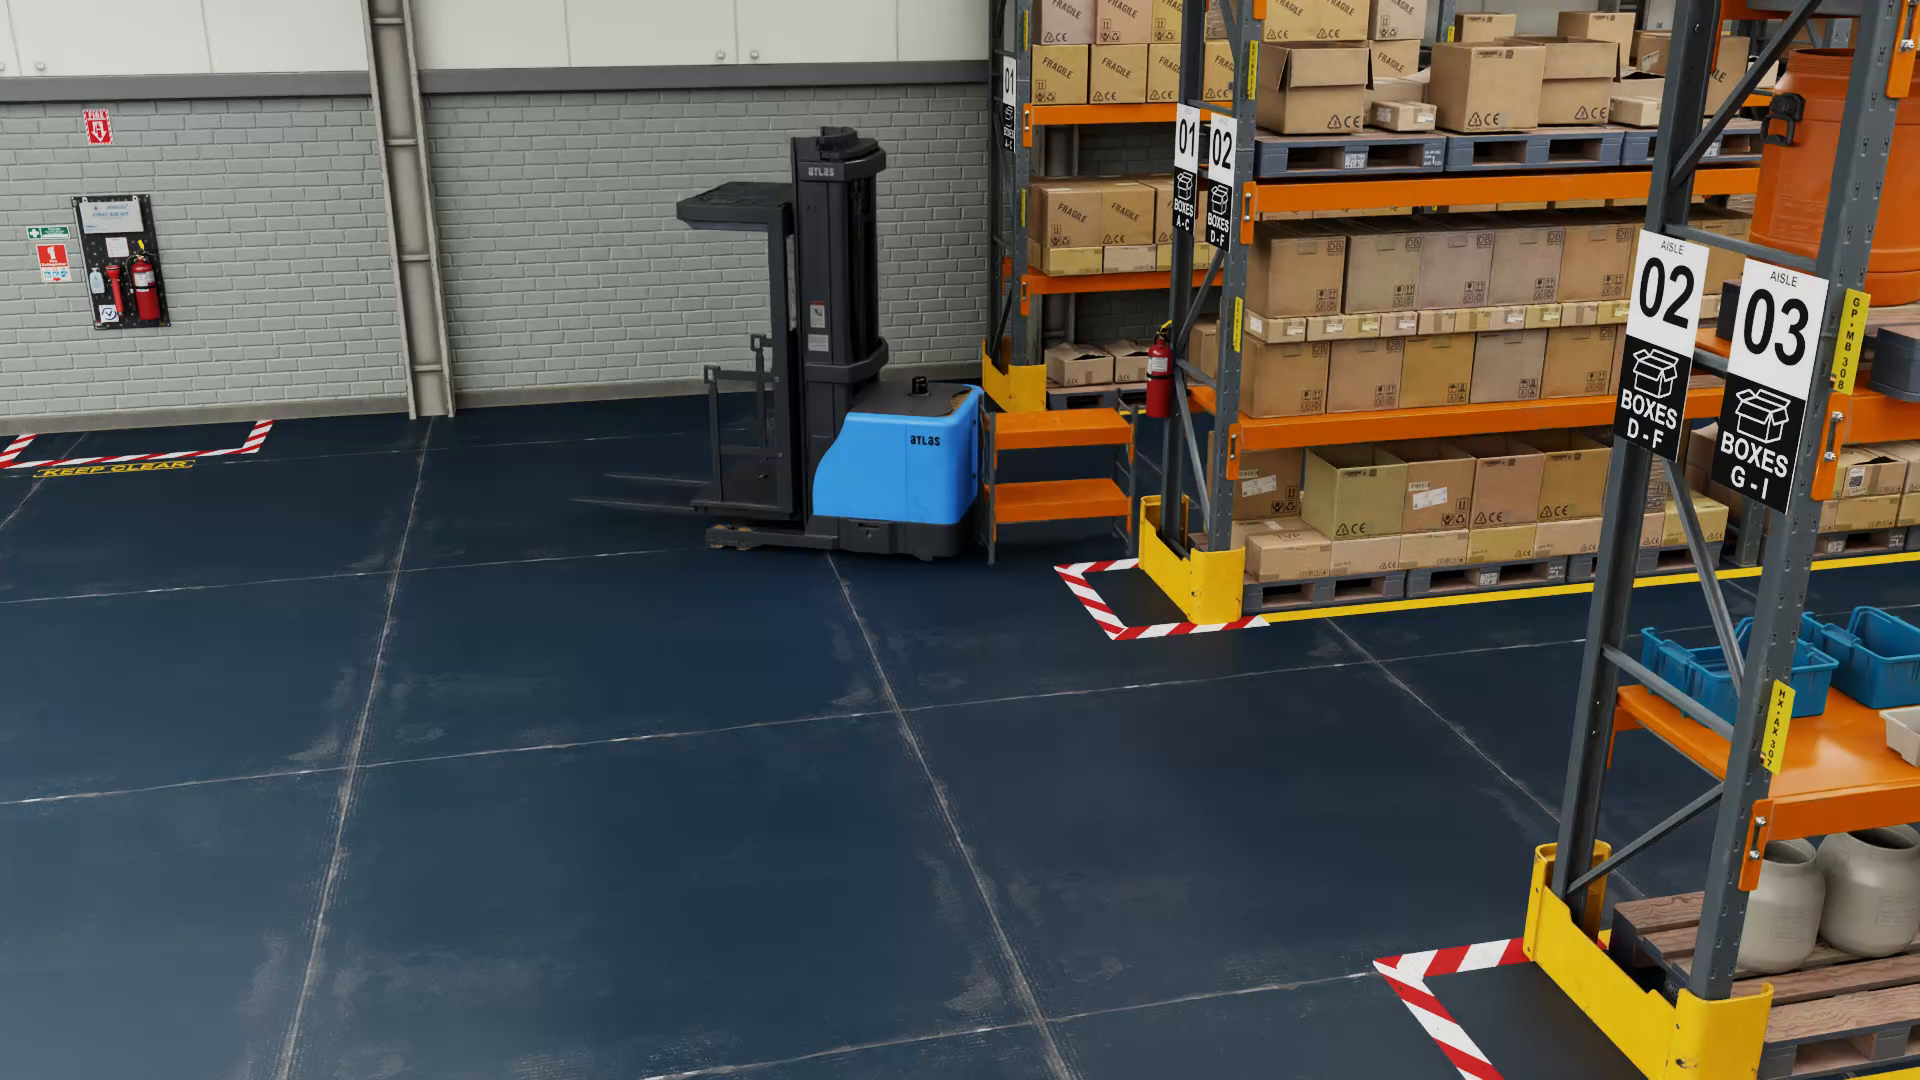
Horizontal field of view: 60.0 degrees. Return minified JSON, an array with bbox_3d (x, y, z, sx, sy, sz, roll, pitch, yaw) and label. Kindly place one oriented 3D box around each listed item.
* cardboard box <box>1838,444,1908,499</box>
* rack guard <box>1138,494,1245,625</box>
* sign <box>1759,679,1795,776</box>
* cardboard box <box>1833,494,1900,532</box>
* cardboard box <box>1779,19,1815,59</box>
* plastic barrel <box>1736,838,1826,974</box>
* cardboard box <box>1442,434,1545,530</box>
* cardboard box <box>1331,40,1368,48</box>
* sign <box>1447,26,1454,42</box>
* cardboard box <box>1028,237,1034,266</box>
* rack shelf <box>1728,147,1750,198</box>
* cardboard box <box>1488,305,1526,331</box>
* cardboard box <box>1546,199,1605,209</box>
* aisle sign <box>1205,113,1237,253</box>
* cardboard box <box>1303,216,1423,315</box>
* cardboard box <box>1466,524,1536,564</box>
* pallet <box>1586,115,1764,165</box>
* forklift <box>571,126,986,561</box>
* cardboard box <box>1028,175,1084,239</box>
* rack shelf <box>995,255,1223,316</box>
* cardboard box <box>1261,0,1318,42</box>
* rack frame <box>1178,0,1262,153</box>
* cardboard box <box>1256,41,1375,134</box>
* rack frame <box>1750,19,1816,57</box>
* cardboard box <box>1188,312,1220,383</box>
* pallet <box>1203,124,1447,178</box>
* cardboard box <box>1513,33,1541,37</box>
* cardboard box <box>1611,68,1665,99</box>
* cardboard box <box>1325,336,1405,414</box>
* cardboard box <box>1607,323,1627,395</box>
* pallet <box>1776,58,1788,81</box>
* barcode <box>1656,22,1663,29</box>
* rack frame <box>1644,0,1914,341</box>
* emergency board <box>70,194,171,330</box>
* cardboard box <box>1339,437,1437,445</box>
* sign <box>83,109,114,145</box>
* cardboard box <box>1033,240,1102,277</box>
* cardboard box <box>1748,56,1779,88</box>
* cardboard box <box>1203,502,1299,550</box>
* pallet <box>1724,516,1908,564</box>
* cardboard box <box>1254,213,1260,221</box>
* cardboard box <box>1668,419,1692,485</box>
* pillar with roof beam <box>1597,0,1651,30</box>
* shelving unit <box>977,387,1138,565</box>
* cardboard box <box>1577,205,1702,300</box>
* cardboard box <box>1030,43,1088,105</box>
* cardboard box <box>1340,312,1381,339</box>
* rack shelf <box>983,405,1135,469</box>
[{"bbox_3d":[6.418,-0.535,11.985,0.500,0.311,0.500,-5,21,-13],"label":"cardboard box"},{"bbox_3d":[1.555,0.114,11.276,0.348,0.500,1.175,-5,21,-12],"label":"rack guard"},{"bbox_3d":[2.836,0.651,5.773,0.005,0.325,0.100,-5,21,-12],"label":"sign"},{"bbox_3d":[6.418,-0.273,12.086,0.500,0.250,0.500,-4,21,-11],"label":"cardboard box"},{"bbox_3d":[8.670,-5.071,16.652,0.500,0.500,0.700,-6,21,-17],"label":"cardboard box"},{"bbox_3d":[3.337,1.490,6.892,0.421,0.512,0.421,0,20,0],"label":"plastic barrel"},{"bbox_3d":[3.611,-0.405,11.357,0.500,0.500,0.500,-5,21,-12],"label":"cardboard box"},{"bbox_3d":[3.397,-4.342,15.272,0.500,0.500,0.500,-6,21,-17],"label":"cardboard box"},{"bbox_3d":[4.459,-4.506,15.142,0.005,0.325,0.100,-5,21,-12],"label":"sign"},{"bbox_3d":[0.845,-2.760,15.678,0.500,0.250,0.500,-4,21,-12],"label":"cardboard box"},{"bbox_3d":[7.417,-2.607,11.756,4.000,0.370,1.077,-5,21,-12],"label":"rack shelf"},{"bbox_3d":[3.505,-1.493,10.942,0.250,0.149,0.380,-4,21,-12],"label":"cardboard box"},{"bbox_3d":[6.009,-3.423,16.512,0.500,0.500,0.700,-2,20,-5],"label":"cardboard box"},{"bbox_3d":[1.584,-2.174,10.110,0.004,0.787,0.394,-5,21,-12],"label":"aisle sign"},{"bbox_3d":[2.597,-1.798,10.830,0.500,0.500,0.700,-5,21,-14],"label":"cardboard box"},{"bbox_3d":[3.611,-0.054,11.487,0.500,0.250,0.500,-5,21,-12],"label":"cardboard box"},{"bbox_3d":[4.646,-2.669,11.007,1.213,0.211,1.003,-5,21,-12],"label":"pallet"},{"bbox_3d":[-1.379,-1.470,12.068,3.031,2.935,1.130,4,21,12],"label":"forklift"},{"bbox_3d":[0.844,-3.119,15.567,0.500,0.500,0.500,-5,21,-13],"label":"cardboard box"},{"bbox_3d":[2.381,-2.540,15.933,4.000,0.370,1.077,-5,21,-12],"label":"rack shelf"},{"bbox_3d":[2.865,-4.748,14.926,0.500,0.500,0.500,-5,21,-14],"label":"cardboard box"},{"bbox_3d":[1.578,-3.878,9.819,0.127,3.000,1.000,-5,21,-12],"label":"rack frame"},{"bbox_3d":[2.138,-2.825,10.342,0.637,0.503,0.797,-3,20,-9],"label":"cardboard box"},{"bbox_3d":[8.220,-6.169,16.074,0.127,3.000,1.000,-5,21,-12],"label":"rack frame"},{"bbox_3d":[2.409,-1.863,16.035,0.500,0.500,0.700,-6,21,-16],"label":"cardboard box"},{"bbox_3d":[2.272,-2.476,10.480,1.213,0.211,1.003,-5,21,-12],"label":"pallet"},{"bbox_3d":[5.477,-4.665,15.847,0.500,0.311,0.500,-4,20,-11],"label":"cardboard box"},{"bbox_3d":[4.394,-3.013,11.134,0.500,0.311,0.500,-6,21,-15],"label":"cardboard box"},{"bbox_3d":[2.545,-1.184,11.041,0.500,0.500,0.700,-4,21,-11],"label":"cardboard box"},{"bbox_3d":[4.528,-1.344,11.477,0.500,0.500,0.700,-5,21,-13],"label":"cardboard box"},{"bbox_3d":[8.834,-4.741,16.810,1.003,0.211,1.213,-4,20,-10],"label":"pallet"},{"bbox_3d":[7.027,-5.165,16.705,0.075,0.075,0.001,-5,21,-12],"label":"barcode"},{"bbox_3d":[2.714,-2.220,5.292,0.127,3.000,1.000,-5,21,-12],"label":"rack frame"},{"bbox_3d":[-7.336,-2.407,14.523,0.643,1.169,0.194,-5,21,-12],"label":"emergency board"},{"bbox_3d":[3.001,-0.546,11.740,0.500,0.500,0.500,-5,21,-12],"label":"cardboard box"},{"bbox_3d":[-7.367,-3.528,14.214,0.199,0.298,0.001,-5,21,-12],"label":"sign"},{"bbox_3d":[0.982,-2.591,15.215,0.500,0.250,0.500,-5,21,-14],"label":"cardboard box"},{"bbox_3d":[7.581,-4.581,16.199,0.500,0.311,0.500,-5,21,-12],"label":"cardboard box"},{"bbox_3d":[2.032,-0.109,11.638,0.500,0.250,0.500,-5,21,-12],"label":"cardboard box"},{"bbox_3d":[6.179,-0.140,12.390,1.213,0.211,1.003,-5,21,-12],"label":"pallet"},{"bbox_3d":[2.455,-3.067,15.425,0.500,0.500,0.500,-4,20,-11],"label":"cardboard box"},{"bbox_3d":[4.947,-0.704,12.173,0.500,0.500,0.500,-5,21,-12],"label":"cardboard box"},{"bbox_3d":[7.746,-4.915,12.650,0.400,9.000,9.100,-5,21,-12],"label":"pillar with roof beam"},{"bbox_3d":[0.687,-0.464,11.946,1.048,1.125,0.538,-3,20,-9],"label":"shelving unit"},{"bbox_3d":[4.549,-1.957,11.263,0.500,0.500,0.700,-5,21,-13],"label":"cardboard box"},{"bbox_3d":[0.817,-4.127,14.684,0.500,0.500,0.500,-4,21,-11],"label":"cardboard box"},{"bbox_3d":[2.509,-1.413,10.723,0.250,0.149,0.380,-5,21,-12],"label":"cardboard box"},{"bbox_3d":[0.687,-0.739,11.845,1.000,0.278,0.538,-3,20,-9],"label":"rack shelf"}]
